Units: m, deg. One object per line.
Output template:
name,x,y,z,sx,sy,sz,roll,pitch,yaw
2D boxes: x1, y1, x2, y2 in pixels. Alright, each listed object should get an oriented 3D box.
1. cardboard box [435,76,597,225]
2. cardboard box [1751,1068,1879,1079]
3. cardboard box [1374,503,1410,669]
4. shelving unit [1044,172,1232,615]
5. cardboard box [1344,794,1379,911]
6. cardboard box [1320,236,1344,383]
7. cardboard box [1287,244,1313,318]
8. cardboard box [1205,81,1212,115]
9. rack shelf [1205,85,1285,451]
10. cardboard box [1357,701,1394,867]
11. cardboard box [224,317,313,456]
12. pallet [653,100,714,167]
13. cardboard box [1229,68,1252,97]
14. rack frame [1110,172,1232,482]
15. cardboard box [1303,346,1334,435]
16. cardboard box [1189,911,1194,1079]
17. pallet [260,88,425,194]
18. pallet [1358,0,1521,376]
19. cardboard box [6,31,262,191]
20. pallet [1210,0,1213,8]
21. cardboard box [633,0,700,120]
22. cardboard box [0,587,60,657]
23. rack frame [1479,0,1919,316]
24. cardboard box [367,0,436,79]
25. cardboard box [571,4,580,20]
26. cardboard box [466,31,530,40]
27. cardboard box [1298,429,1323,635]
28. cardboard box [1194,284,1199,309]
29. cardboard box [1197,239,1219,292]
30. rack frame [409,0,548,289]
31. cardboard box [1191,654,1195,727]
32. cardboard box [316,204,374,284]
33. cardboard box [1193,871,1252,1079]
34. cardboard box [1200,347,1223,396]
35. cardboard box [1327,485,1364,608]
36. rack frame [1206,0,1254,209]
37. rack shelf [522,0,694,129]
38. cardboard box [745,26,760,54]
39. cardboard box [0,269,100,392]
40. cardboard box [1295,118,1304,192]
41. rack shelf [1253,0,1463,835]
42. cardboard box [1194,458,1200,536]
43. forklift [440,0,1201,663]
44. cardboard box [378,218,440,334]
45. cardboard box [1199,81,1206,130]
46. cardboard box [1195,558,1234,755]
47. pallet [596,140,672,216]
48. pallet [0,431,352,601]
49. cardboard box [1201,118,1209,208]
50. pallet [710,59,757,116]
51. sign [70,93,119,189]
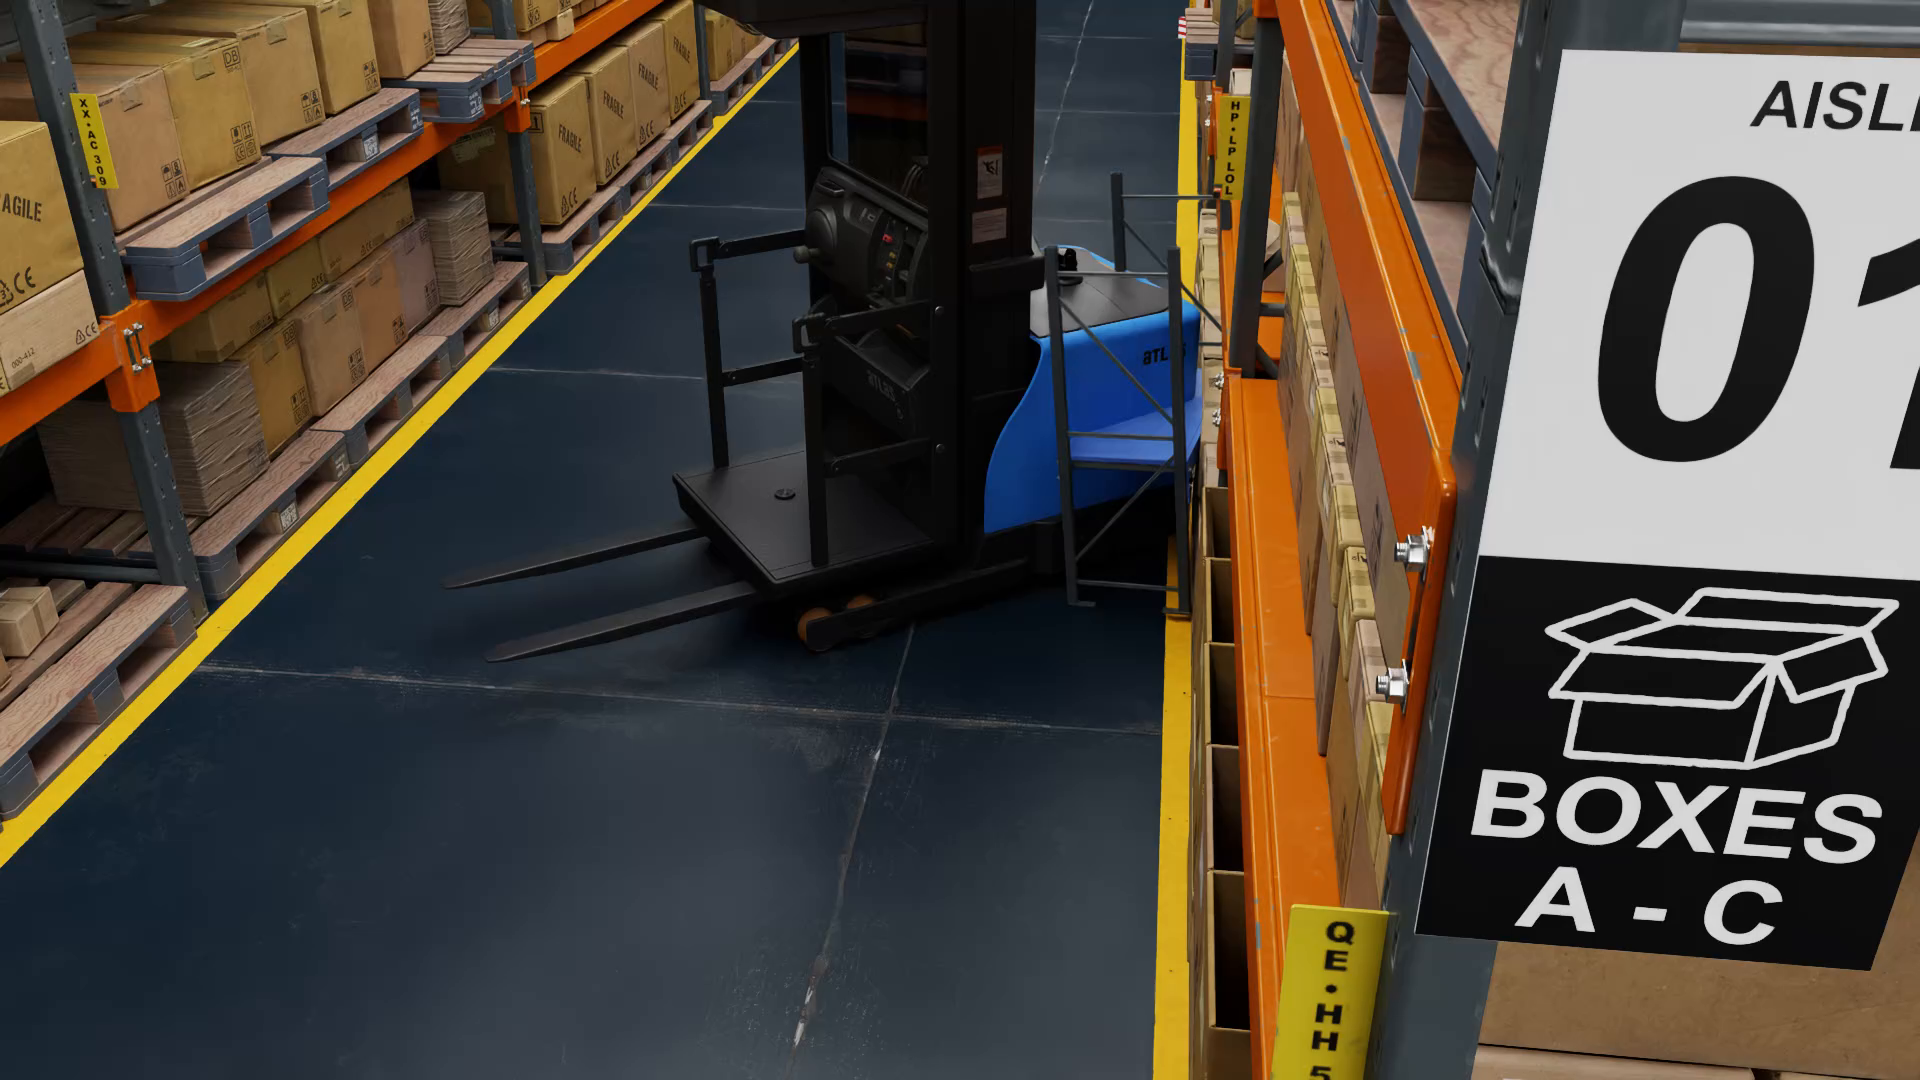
cardboard box,-2.808,-2.476,10.507,0.750,0.750,0.750,3,28,6
cardboard box,1.170,0.651,2.089,0.380,0.149,0.250,3,28,6
cardboard box,1.044,0.046,2.529,0.700,0.500,0.500,3,28,5
shelving unit,0.774,-0.622,6.784,0.538,1.500,1.048,4,28,19
cardboard box,1.038,0.642,2.789,0.700,0.500,0.500,4,29,8
cardboard box,1.228,-0.662,3.843,0.700,0.500,0.500,3,28,6
cardboard box,1.113,-0.705,4.606,0.380,0.149,0.250,3,28,5
cardboard box,1.894,-2.999,11.034,0.500,0.250,0.500,3,28,5
rack shelf,1.643,-1.355,7.360,1.077,0.370,4.000,3,28,6
cardboard box,0.828,0.389,2.576,0.380,0.149,0.250,3,28,5
cardboard box,-3.431,-0.703,7.564,0.700,0.500,0.500,3,28,5
pallet,-2.558,-3.187,12.942,1.003,0.211,1.213,3,28,6
cardboard box,1.587,-2.164,8.198,0.500,0.311,0.500,3,28,6
rack frame,0.934,-0.850,7.209,0.500,1.500,0.032,4,28,19
cardboard box,1.019,-0.337,3.924,0.380,0.149,0.250,3,28,5
cardboard box,0.853,1.202,4.312,0.500,0.250,0.500,3,28,6
pallet,-3.230,-1.880,7.780,1.003,0.211,1.213,3,28,6
pallet,1.021,-0.460,1.872,1.003,0.211,1.213,3,28,6
cardboard box,-3.347,-1.754,6.774,0.700,0.500,0.500,6,29,11
pallet,2.122,-3.444,10.682,1.003,0.211,1.213,3,28,6
cardboard box,-2.489,-3.707,12.792,0.750,0.750,0.750,4,29,7
cardboard box,-3.554,0.291,6.070,0.380,0.166,0.250,0,28,0
rack frame,0.908,-1.488,0.524,1.000,3.000,0.127,3,28,6
cardboard box,-3.118,-2.650,8.437,0.700,0.500,0.500,1,28,1
cardboard box,-2.670,-3.425,10.689,0.380,0.149,0.250,4,29,7
cardboard box,-2.758,-2.939,9.786,0.380,0.149,0.250,3,28,5
cardboard box,1.227,-0.080,4.131,0.700,0.500,0.500,4,29,7
cardboard box,1.472,-1.121,8.625,0.500,0.250,0.500,3,28,5
cardboard box,1.477,-1.357,8.471,0.500,0.311,0.500,3,28,5
rack frame,-3.028,-2.899,9.468,1.000,3.000,0.127,3,28,6
cardboard box,1.041,0.496,5.622,0.500,0.250,0.500,3,28,6
cardboard box,-3.255,-1.473,8.203,0.500,0.250,0.500,3,28,6
cardboard box,0.787,1.107,3.698,0.500,0.500,0.500,3,28,6
cardboard box,1.285,-0.639,7.138,0.500,0.311,0.500,3,28,6
cardboard box,0.923,0.023,3.256,0.380,0.149,0.250,4,29,8
rack frame,1.889,-2.613,8.937,1.000,3.000,0.127,3,28,6
rack shelf,-2.783,-3.524,11.386,1.077,0.370,4.000,3,28,6
cardboard box,-2.215,-4.690,14.986,0.700,0.500,0.500,4,29,7
cardboard box,-3.276,-0.718,5.558,0.500,0.250,0.500,3,29,6
cardboard box,1.573,-1.382,6.548,0.500,0.500,0.500,5,29,10
rack shelf,1.153,-0.792,3.154,1.077,0.370,4.000,3,28,6
cardboard box,1.225,-0.154,6.830,0.500,0.250,0.500,3,28,5
forklift,-0.543,-1.146,6.287,3.031,2.935,1.130,-15,32,-26
cardboard box,-3.243,-1.414,8.885,0.700,0.500,0.500,3,28,6
cardboard box,2.078,-3.375,12.524,0.500,0.500,0.500,2,28,4
cardboard box,0.977,0.401,5.008,0.500,0.500,0.500,3,28,6
pallet,-2.705,-2.611,11.873,1.003,0.211,1.213,3,28,6
pallet,-3.424,-0.155,7.315,1.003,0.211,1.213,3,28,6
cardboard box,1.834,-2.403,10.720,0.500,0.500,0.500,2,28,4
pallet,-2.367,-3.908,14.281,1.003,0.211,1.213,3,28,6
sign,-2.979,-1.369,5.716,0.100,0.325,0.005,3,28,6
